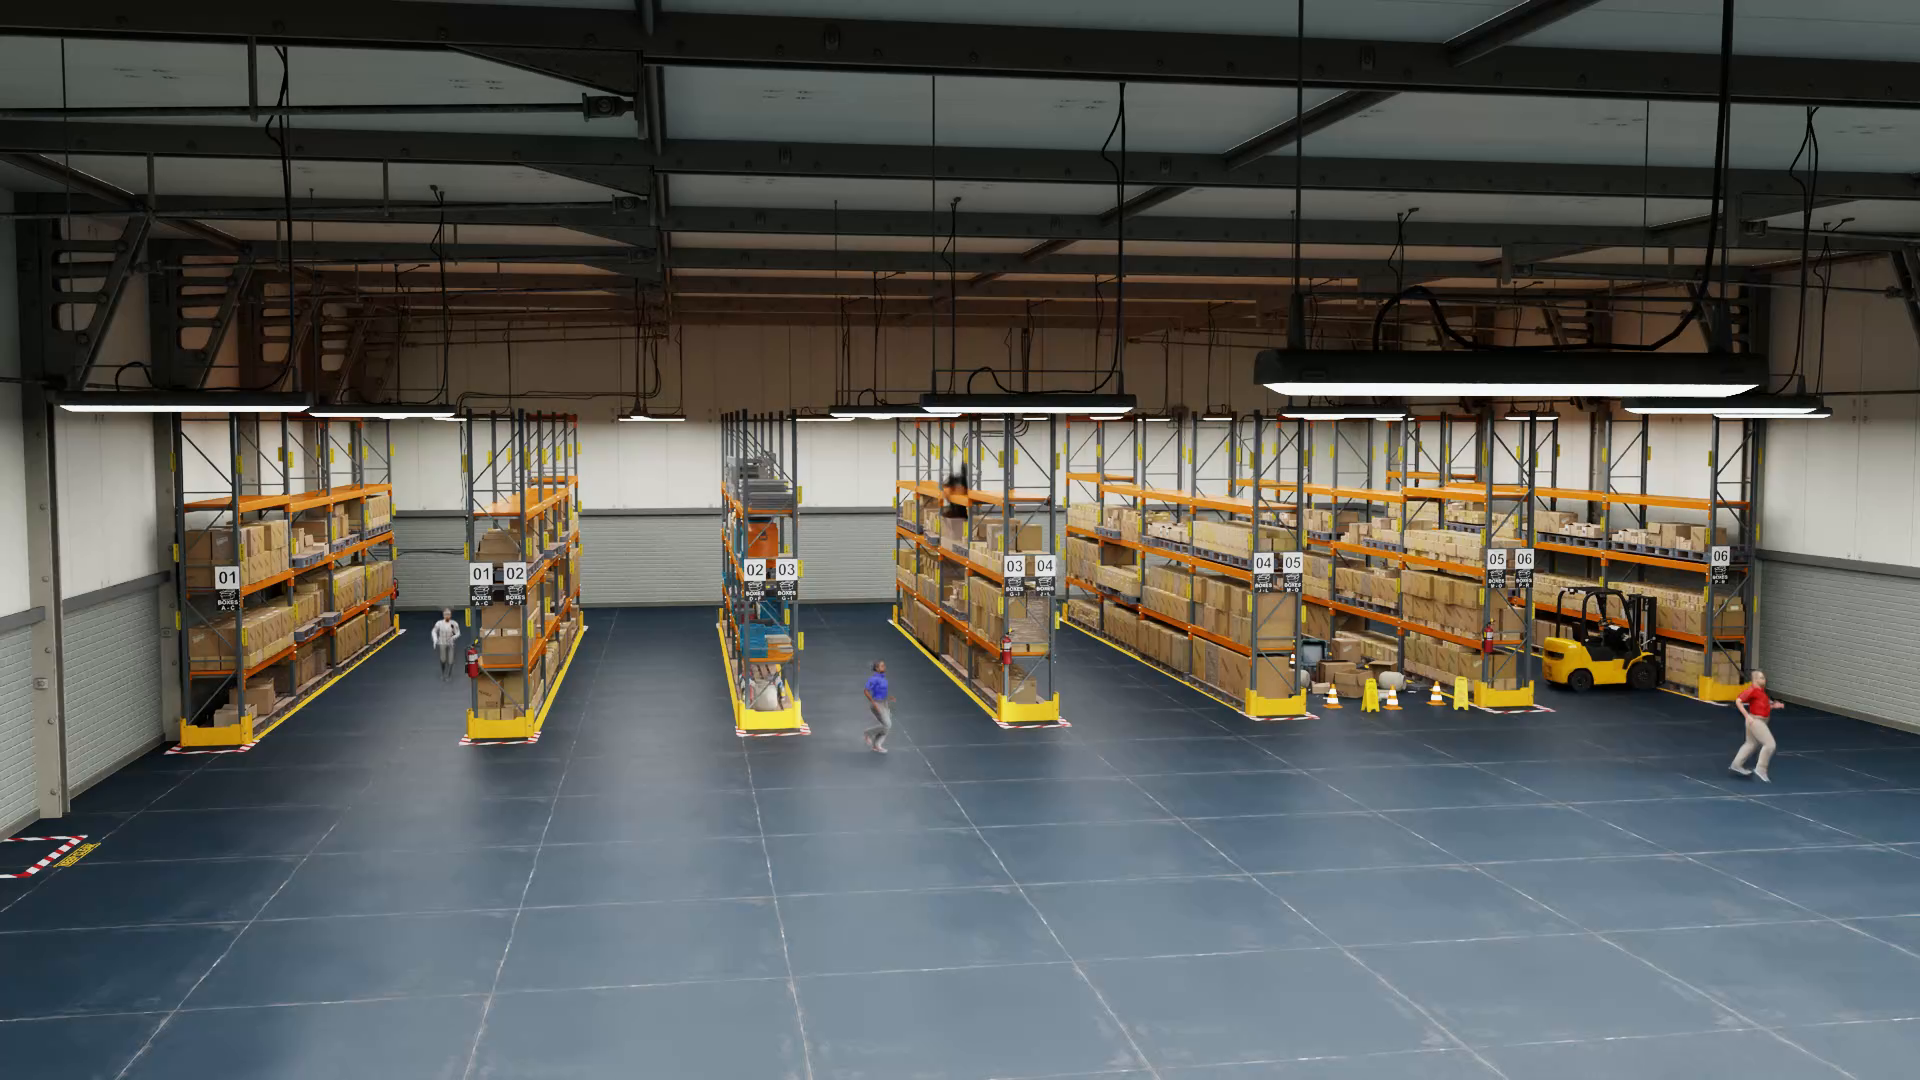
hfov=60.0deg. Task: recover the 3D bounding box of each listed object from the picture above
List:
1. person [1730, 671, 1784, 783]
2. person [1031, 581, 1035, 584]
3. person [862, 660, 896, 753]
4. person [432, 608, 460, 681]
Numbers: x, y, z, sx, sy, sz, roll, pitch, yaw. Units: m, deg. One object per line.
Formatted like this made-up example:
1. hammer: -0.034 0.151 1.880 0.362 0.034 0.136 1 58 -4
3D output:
1. person: 12.835 3.008 26.767 0.754 1.796 0.631 2 5 30
2. person: 2.204 1.659 45.936 0.646 1.745 0.819 0 4 -5
3. person: -1.402 2.904 29.033 0.562 1.618 0.584 1 4 20
4. person: -11.333 2.323 36.725 0.583 1.642 0.700 -2 4 -21
